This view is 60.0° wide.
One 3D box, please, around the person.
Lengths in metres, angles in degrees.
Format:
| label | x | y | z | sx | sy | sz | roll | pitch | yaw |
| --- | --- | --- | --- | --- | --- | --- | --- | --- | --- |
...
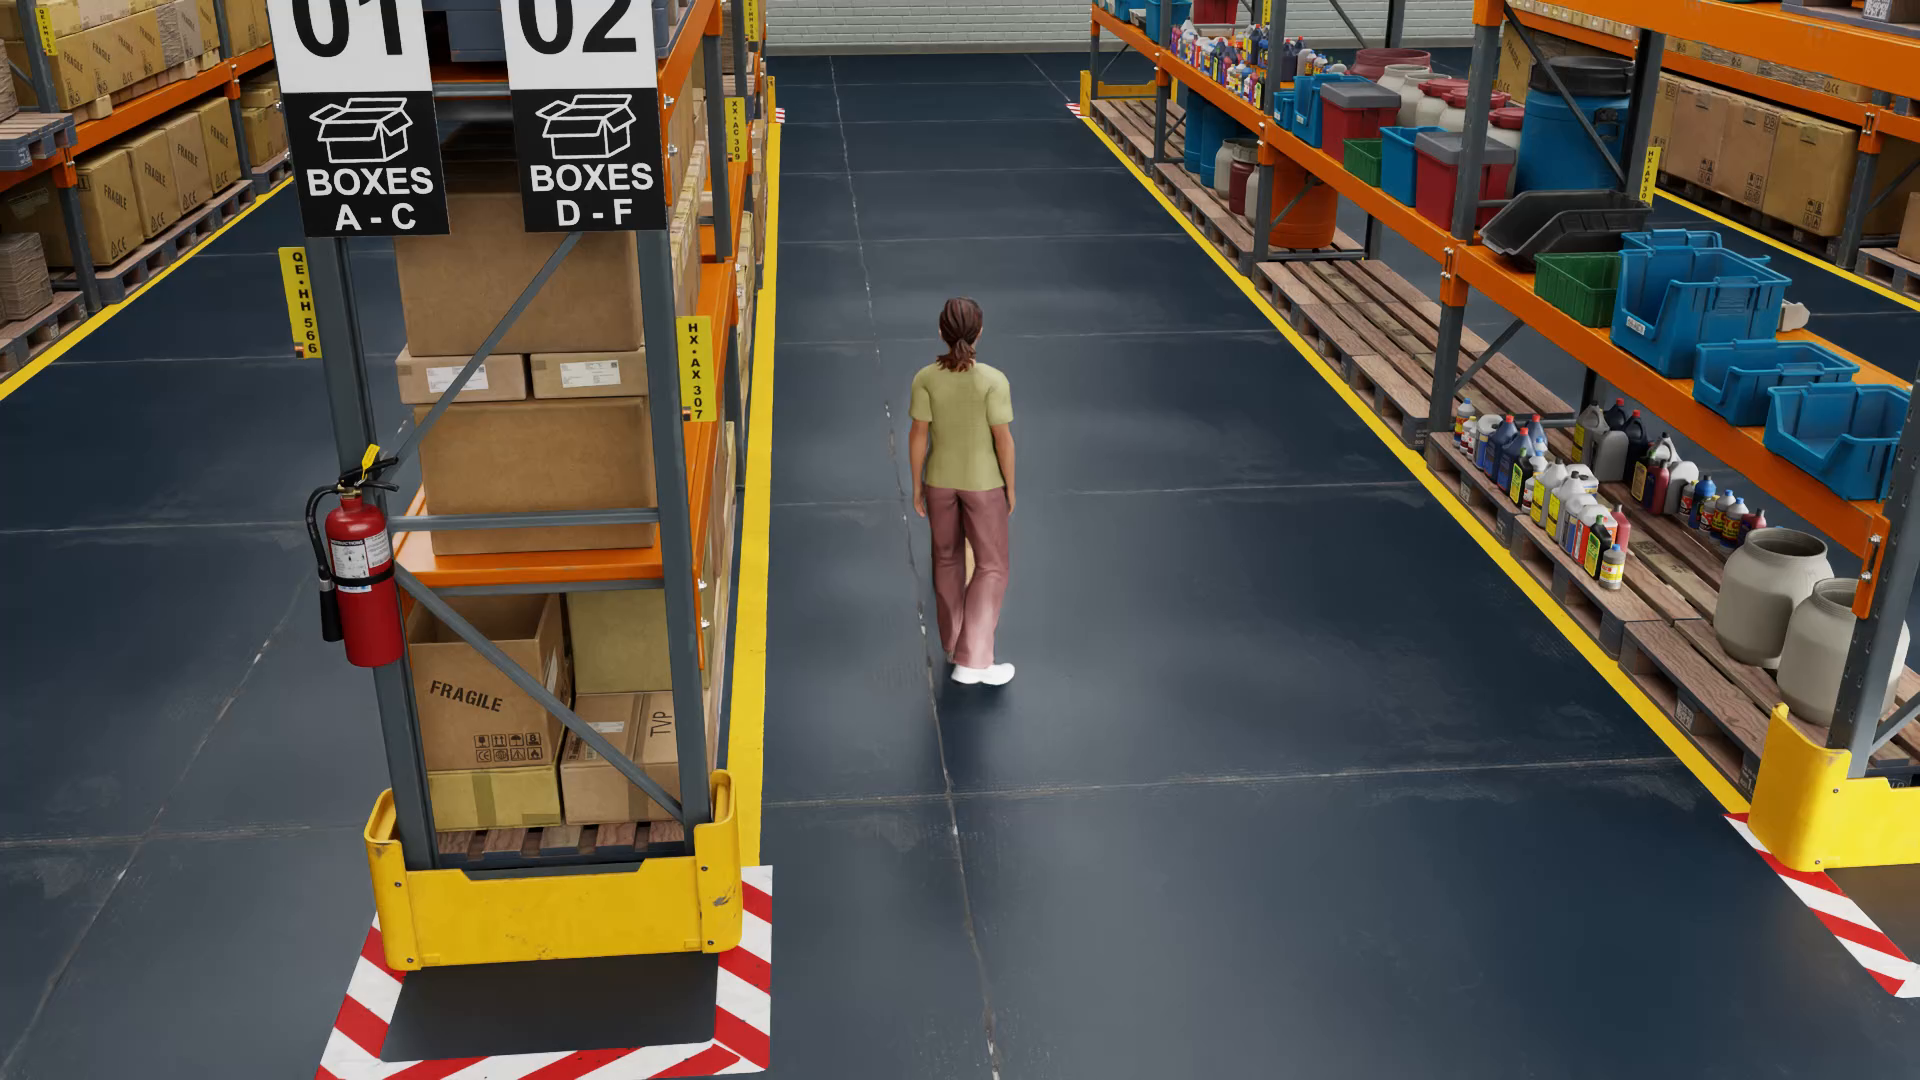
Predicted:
| label | x | y | z | sx | sy | sz | roll | pitch | yaw |
| --- | --- | --- | --- | --- | --- | --- | --- | --- | --- |
| person | 0.026 | -0.202 | 7.053 | 0.484 | 1.673 | 0.591 | 7 | 25 | 15 |
